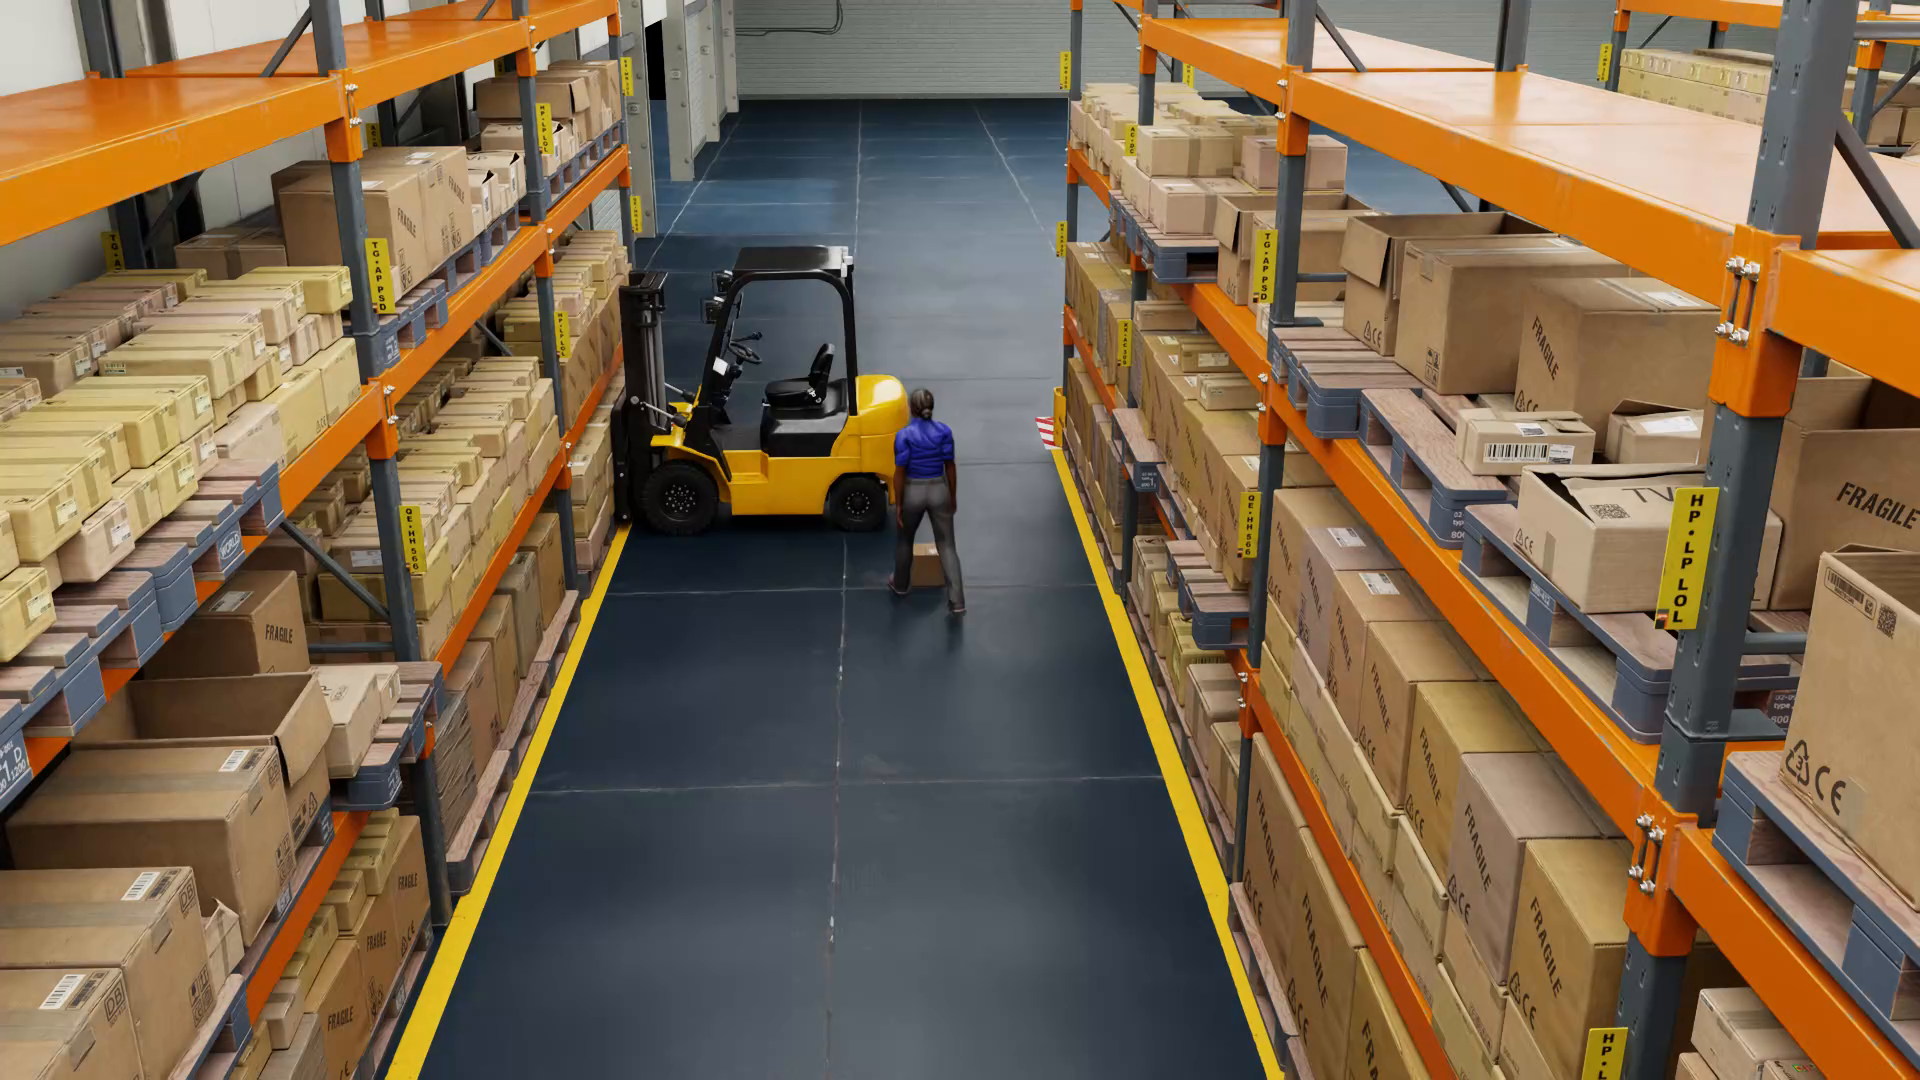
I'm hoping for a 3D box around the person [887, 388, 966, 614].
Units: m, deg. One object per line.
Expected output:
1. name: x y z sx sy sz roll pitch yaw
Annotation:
1. person: -0.252 -0.309 11.900 0.471 1.618 0.878 -4 21 -12
